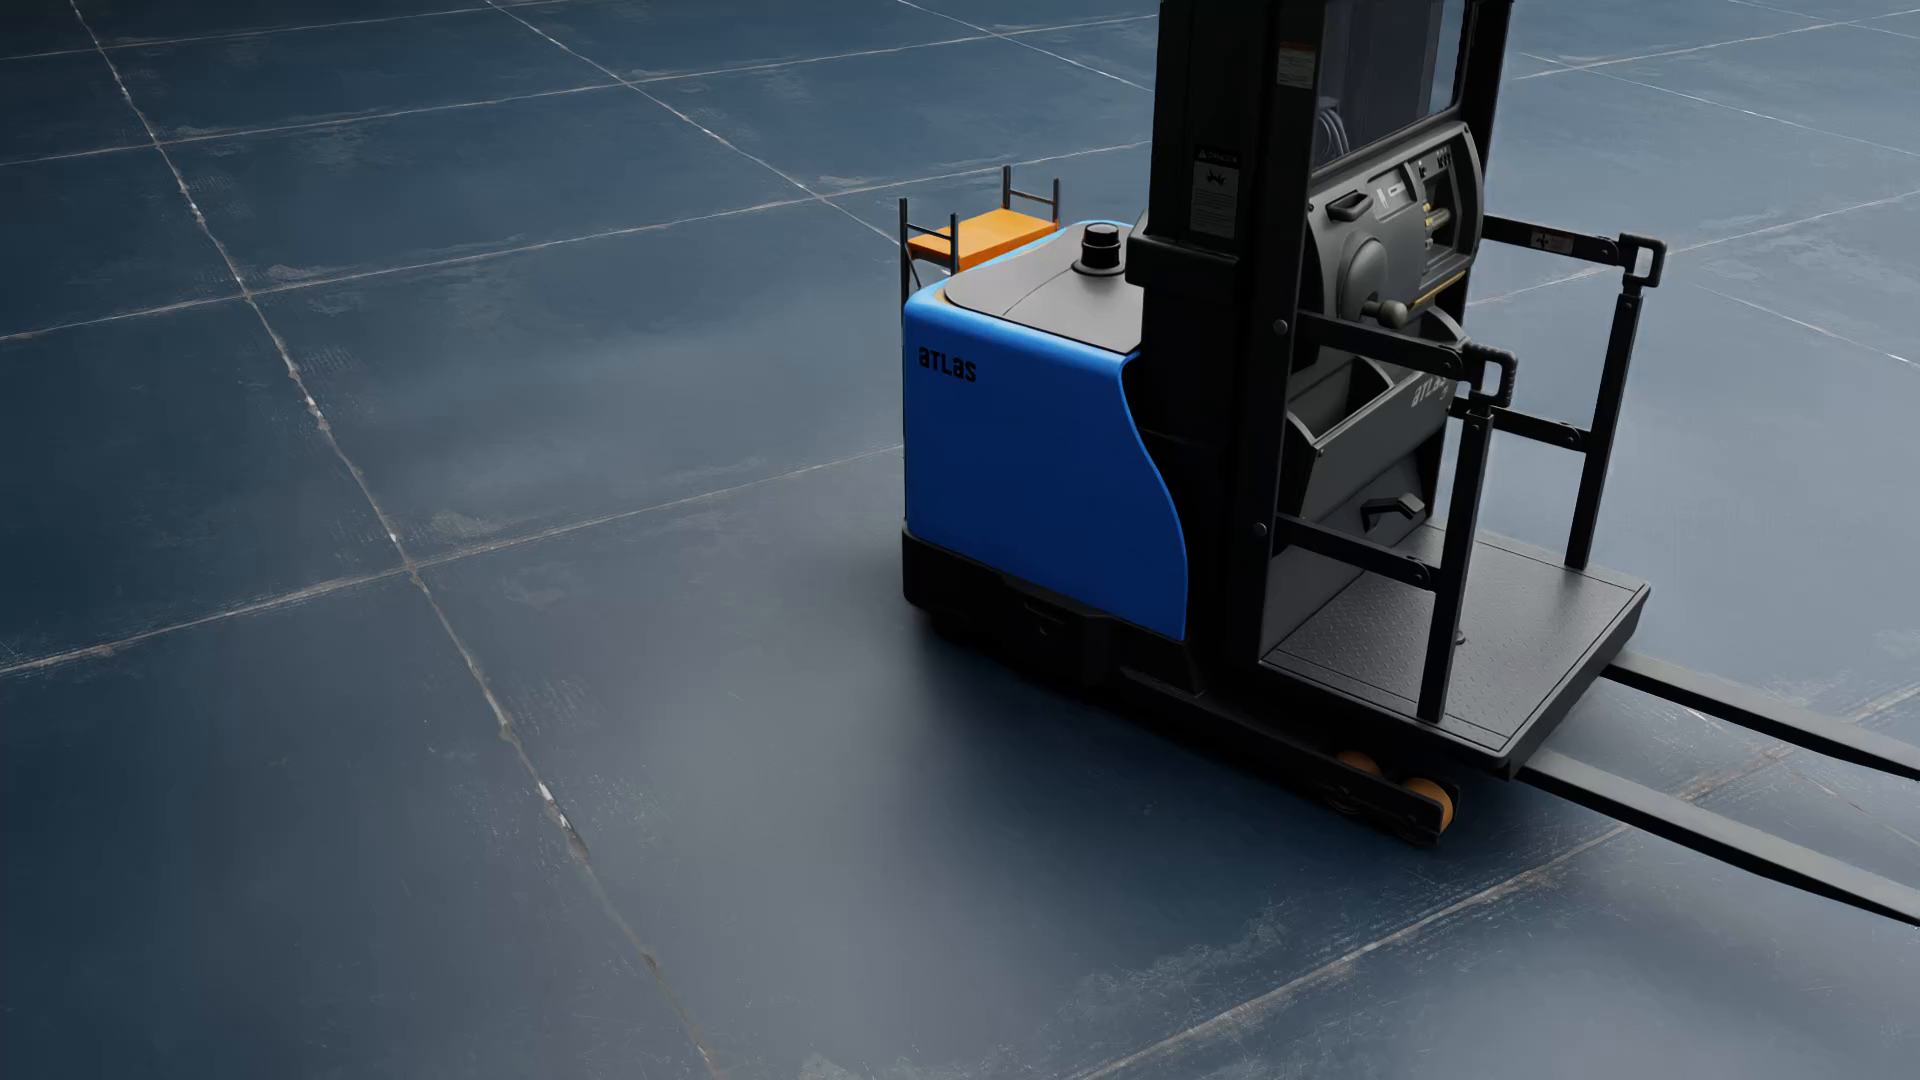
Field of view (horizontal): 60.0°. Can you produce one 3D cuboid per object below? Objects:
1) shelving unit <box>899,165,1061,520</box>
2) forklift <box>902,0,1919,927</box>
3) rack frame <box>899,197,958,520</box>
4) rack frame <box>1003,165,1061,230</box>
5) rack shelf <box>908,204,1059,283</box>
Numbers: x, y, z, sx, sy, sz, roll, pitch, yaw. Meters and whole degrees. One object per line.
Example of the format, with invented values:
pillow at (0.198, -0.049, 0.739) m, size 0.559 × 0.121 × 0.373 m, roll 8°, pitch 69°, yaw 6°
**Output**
shelving unit at (0.070, -0.593, 5.583) m, size 0.258 × 1.200 × 0.503 m, roll 24°, pitch 37°, yaw 37°
forklift at (1.285, -0.786, 4.140) m, size 3.031 × 2.935 × 1.130 m, roll 21°, pitch 35°, yaw 33°
rack frame at (-0.097, -0.507, 5.427) m, size 0.240 × 1.200 × 0.015 m, roll 24°, pitch 37°, yaw 37°
rack frame at (0.236, -0.679, 5.739) m, size 0.240 × 1.200 × 0.015 m, roll 24°, pitch 37°, yaw 37°
rack shelf at (0.069, -0.937, 5.393) m, size 0.258 × 0.148 × 0.480 m, roll 24°, pitch 37°, yaw 37°
